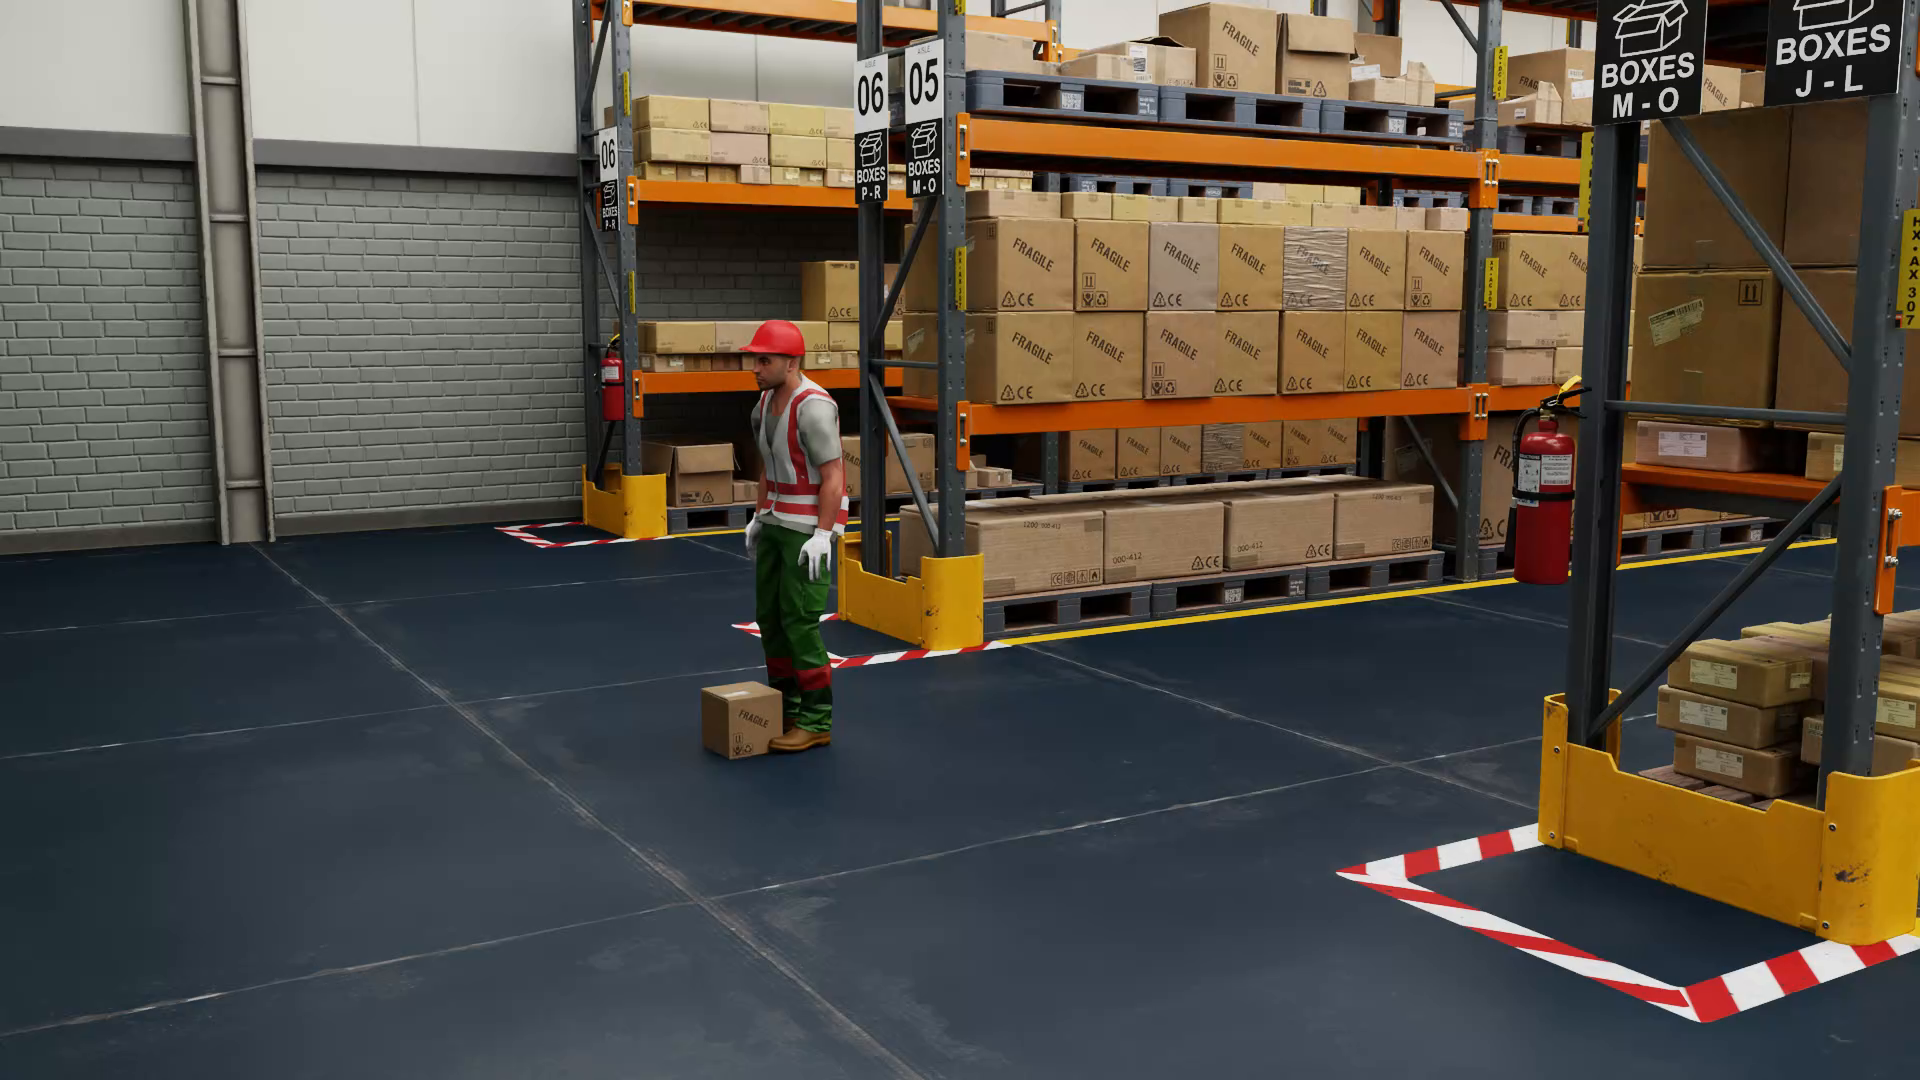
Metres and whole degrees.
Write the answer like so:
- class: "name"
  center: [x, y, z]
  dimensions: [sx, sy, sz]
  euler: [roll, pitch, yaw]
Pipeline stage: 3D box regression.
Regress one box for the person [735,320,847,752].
- class: "person"
  center: [-0.721, -0.023, 6.944]
  dimensions: [0.453, 1.775, 0.605]
  euler: [-5, 9, -31]
